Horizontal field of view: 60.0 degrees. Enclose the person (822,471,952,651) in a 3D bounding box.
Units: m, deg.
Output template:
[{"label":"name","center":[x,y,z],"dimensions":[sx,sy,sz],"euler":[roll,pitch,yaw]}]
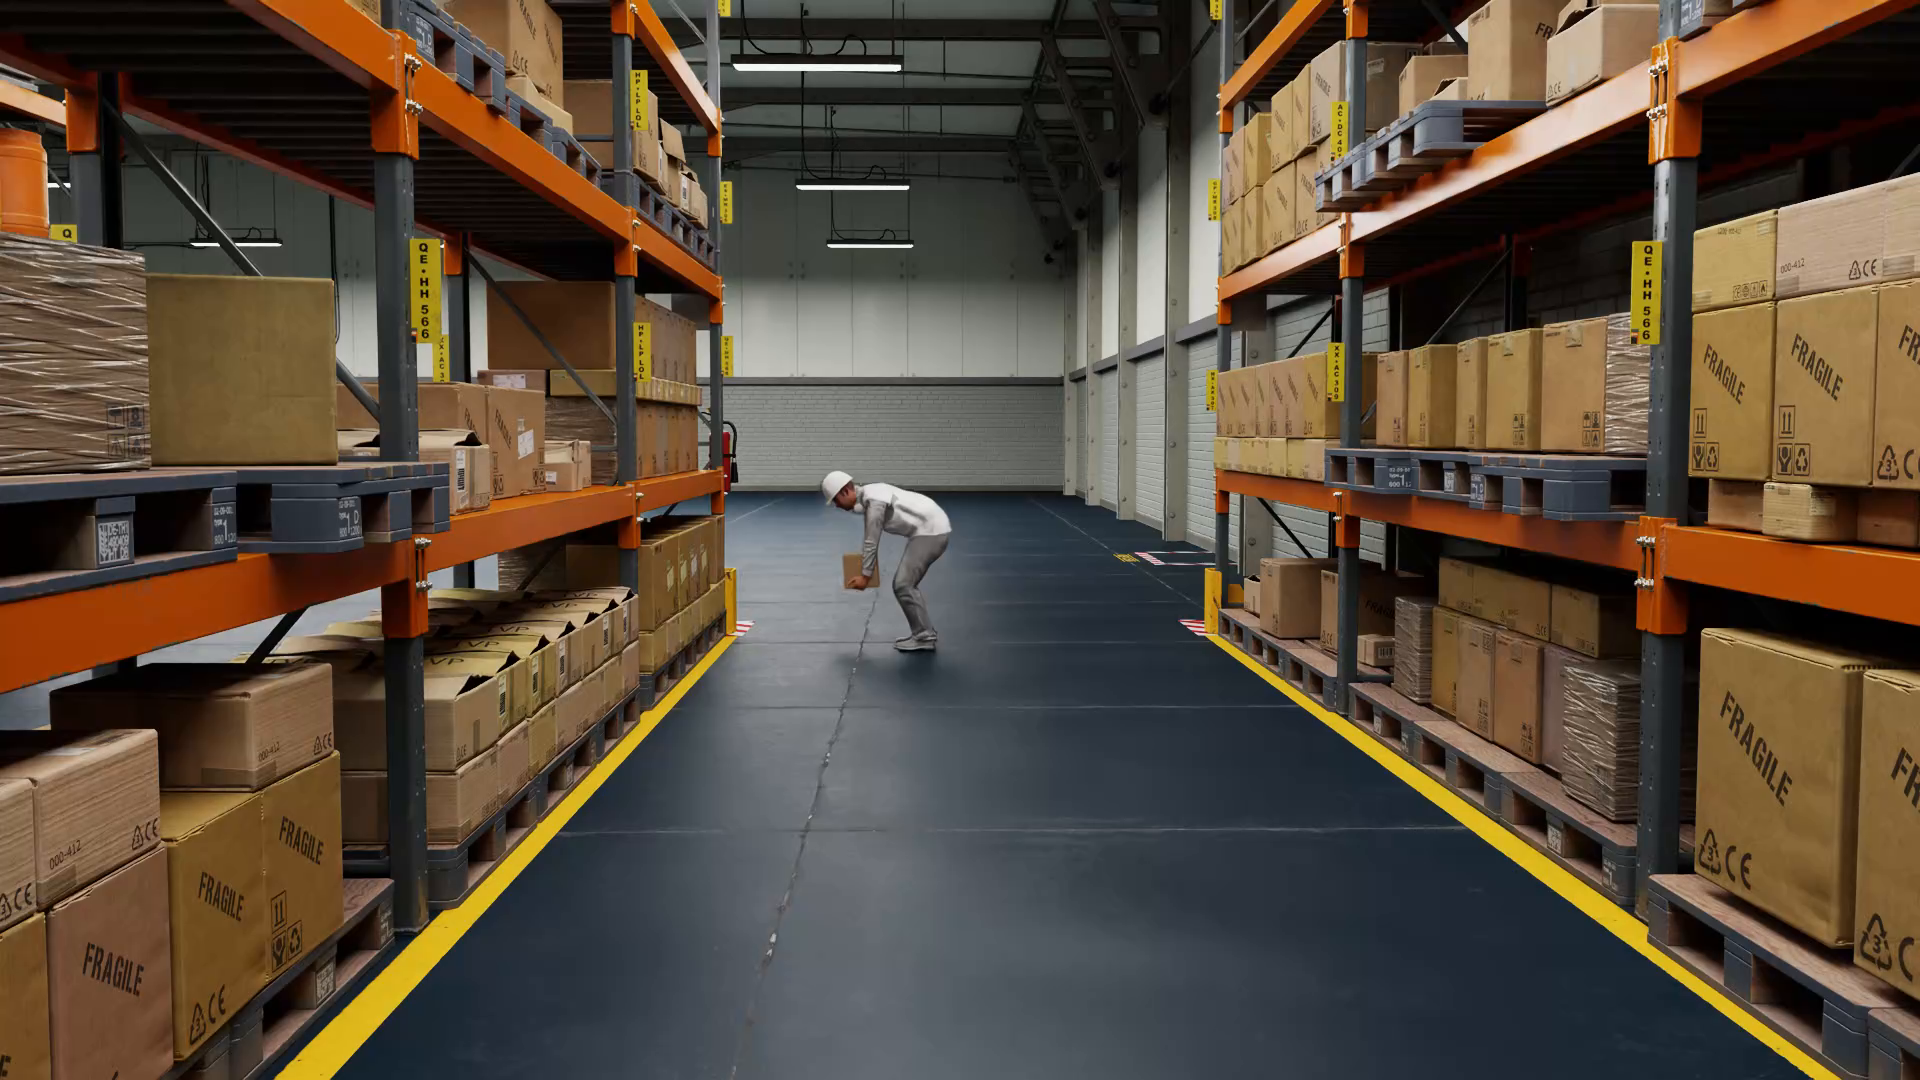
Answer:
[{"label":"person","center":[-0.538,0.149,12.282],"dimensions":[0.949,1.316,0.475],"euler":[0,4,-3]}]
